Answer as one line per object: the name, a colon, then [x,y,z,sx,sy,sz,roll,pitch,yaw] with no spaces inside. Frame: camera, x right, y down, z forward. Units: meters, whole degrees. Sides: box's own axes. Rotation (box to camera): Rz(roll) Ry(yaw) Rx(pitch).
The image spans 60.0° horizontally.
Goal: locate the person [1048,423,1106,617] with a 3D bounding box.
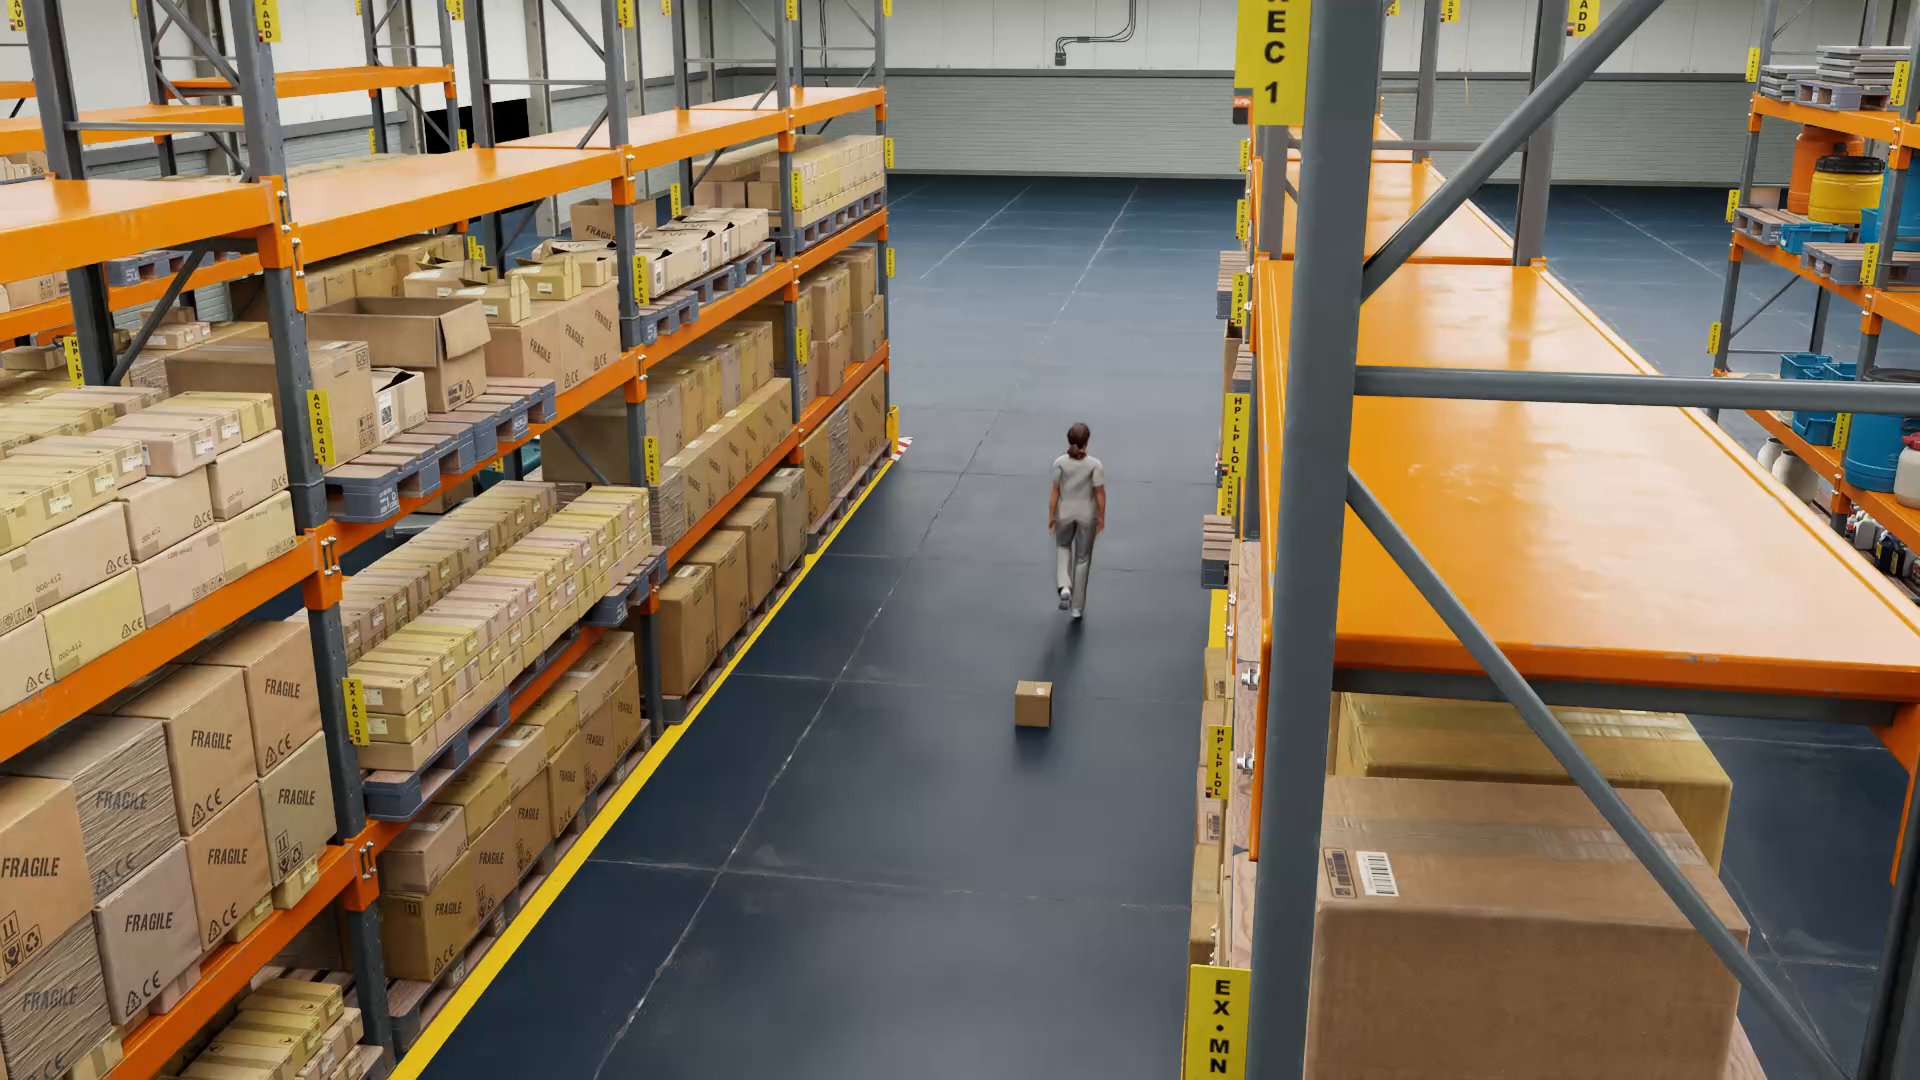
person: [0.990,-0.186,13.991,0.475,1.665,0.452,4,18,12]
